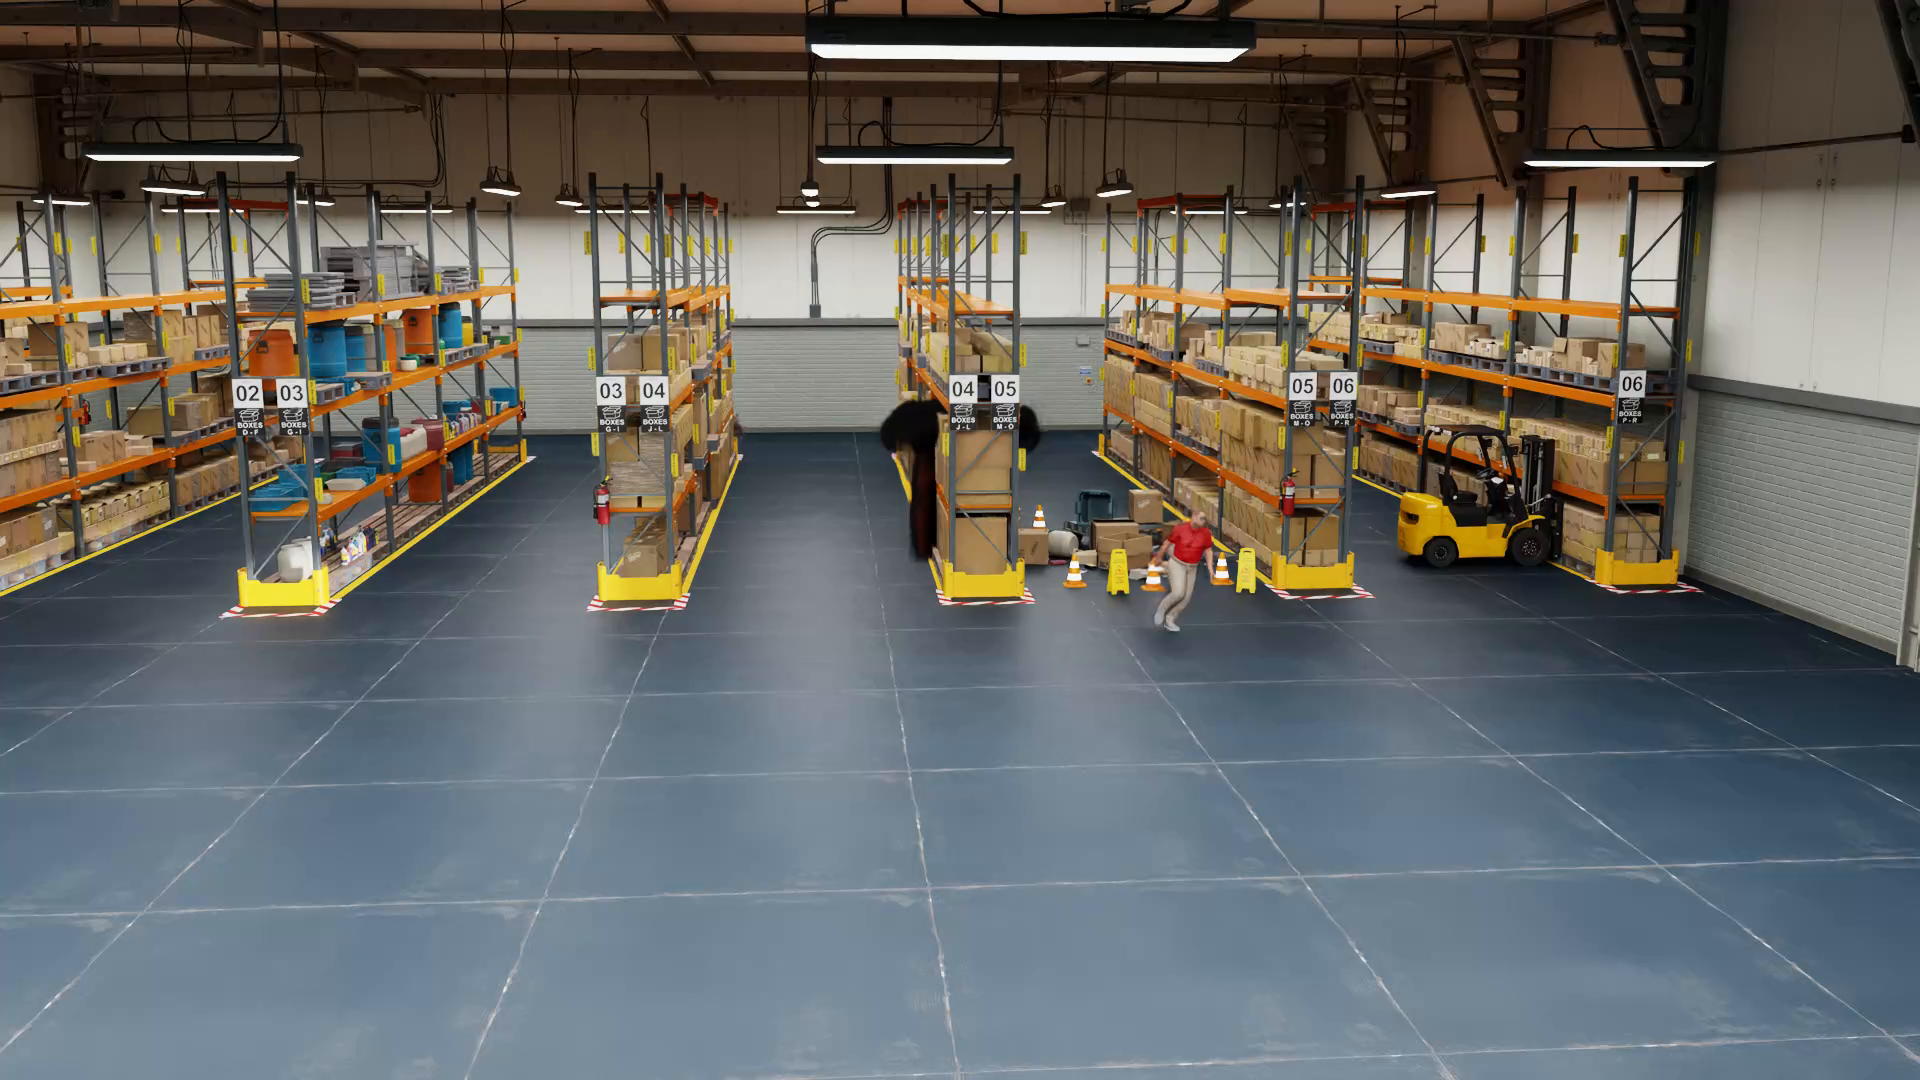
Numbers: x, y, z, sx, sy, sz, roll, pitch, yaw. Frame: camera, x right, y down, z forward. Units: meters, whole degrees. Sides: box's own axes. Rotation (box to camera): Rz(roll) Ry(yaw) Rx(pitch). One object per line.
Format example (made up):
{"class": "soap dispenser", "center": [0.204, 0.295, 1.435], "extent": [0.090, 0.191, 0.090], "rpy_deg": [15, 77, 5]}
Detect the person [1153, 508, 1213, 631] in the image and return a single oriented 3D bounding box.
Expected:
{"class": "person", "center": [2.943, 0.377, 21.787], "extent": [0.688, 1.650, 0.759], "rpy_deg": [-5, 11, -27]}

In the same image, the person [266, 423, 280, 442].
{"class": "person", "center": [-16.737, -2.893, 40.322], "extent": [0.663, 1.673, 0.588], "rpy_deg": [2, 10, 11]}

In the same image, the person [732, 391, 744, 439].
{"class": "person", "center": [-5.622, -2.964, 40.615], "extent": [0.633, 1.694, 0.682], "rpy_deg": [0, 10, -1]}
